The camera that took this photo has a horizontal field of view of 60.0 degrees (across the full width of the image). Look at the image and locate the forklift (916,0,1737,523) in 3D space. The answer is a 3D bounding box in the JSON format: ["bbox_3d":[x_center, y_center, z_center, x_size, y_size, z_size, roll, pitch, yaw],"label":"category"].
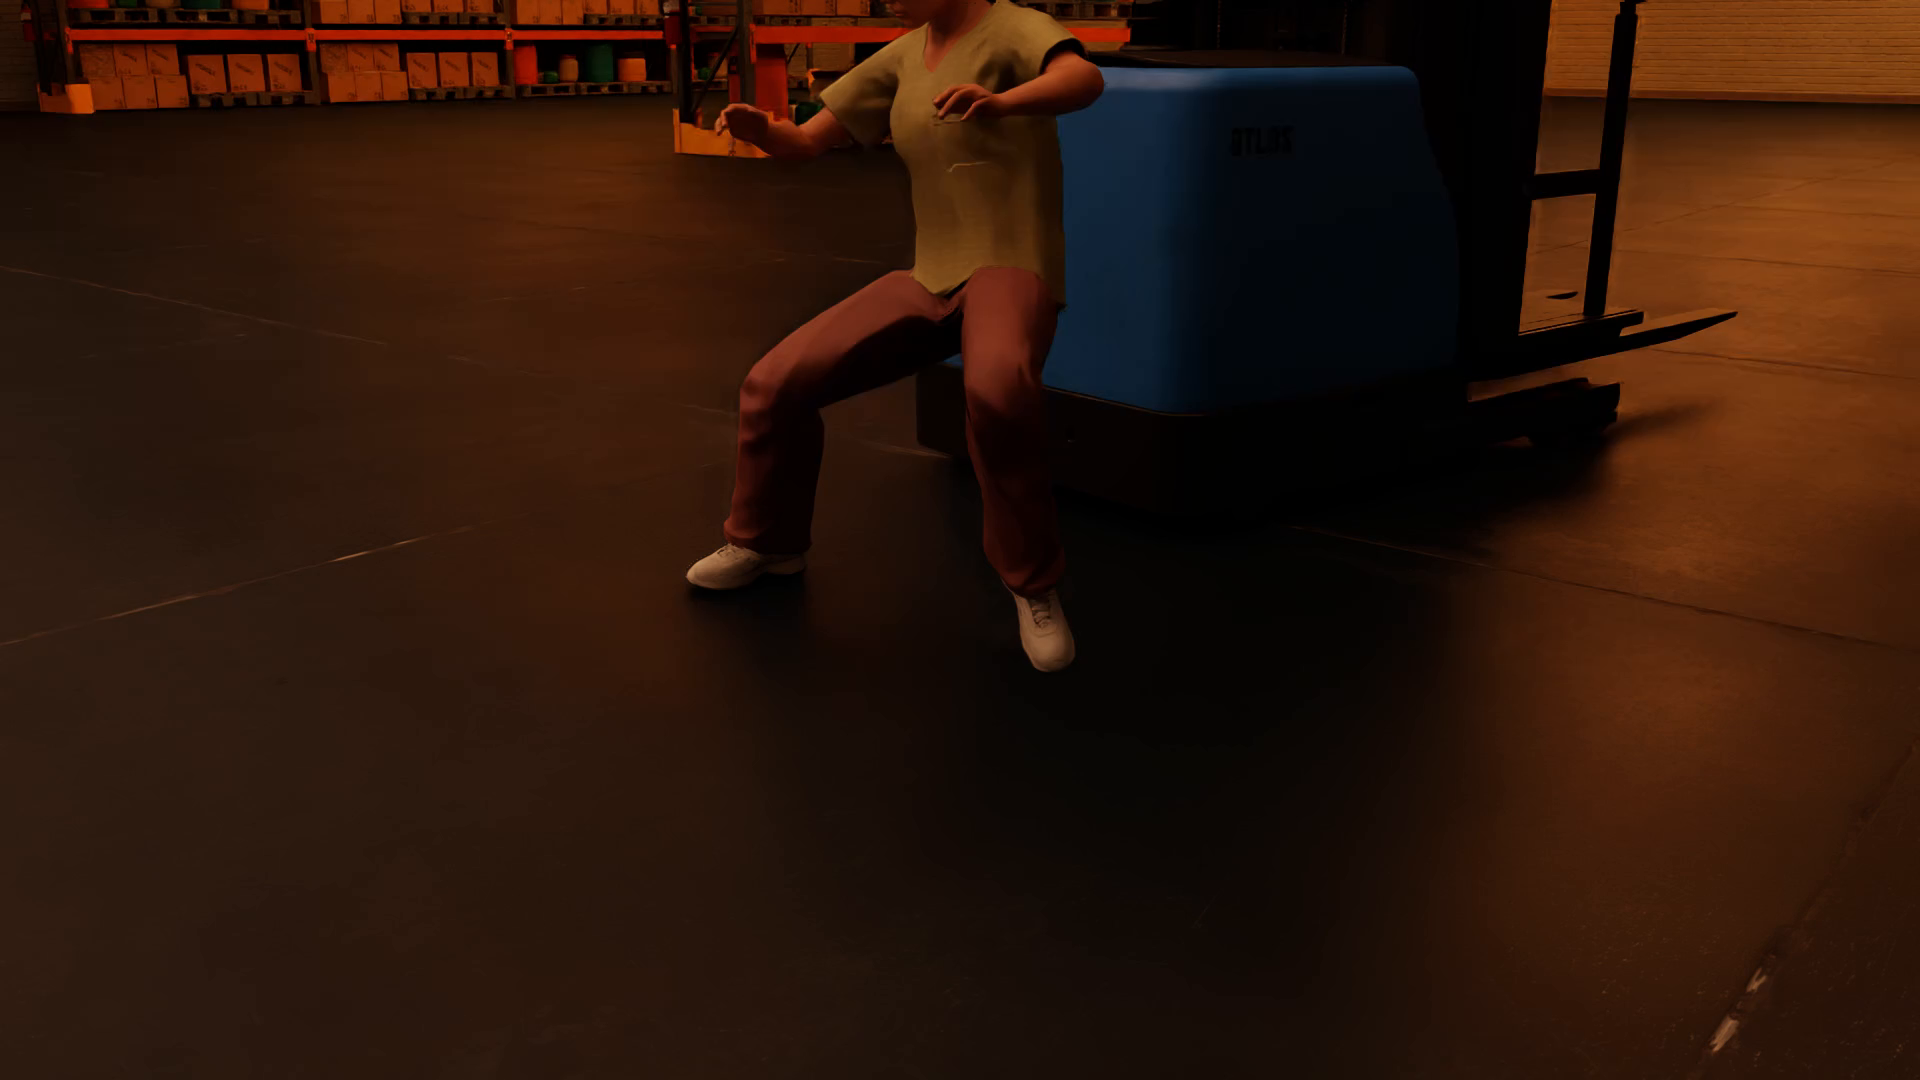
[{"bbox_3d":[1.335,-1.776,4.745,3.031,2.935,1.130,-14,22,-38],"label":"forklift"}]

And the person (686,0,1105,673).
[{"bbox_3d":[-0.123,-0.521,3.192,0.669,1.430,0.958,-14,22,-38],"label":"person"}]
